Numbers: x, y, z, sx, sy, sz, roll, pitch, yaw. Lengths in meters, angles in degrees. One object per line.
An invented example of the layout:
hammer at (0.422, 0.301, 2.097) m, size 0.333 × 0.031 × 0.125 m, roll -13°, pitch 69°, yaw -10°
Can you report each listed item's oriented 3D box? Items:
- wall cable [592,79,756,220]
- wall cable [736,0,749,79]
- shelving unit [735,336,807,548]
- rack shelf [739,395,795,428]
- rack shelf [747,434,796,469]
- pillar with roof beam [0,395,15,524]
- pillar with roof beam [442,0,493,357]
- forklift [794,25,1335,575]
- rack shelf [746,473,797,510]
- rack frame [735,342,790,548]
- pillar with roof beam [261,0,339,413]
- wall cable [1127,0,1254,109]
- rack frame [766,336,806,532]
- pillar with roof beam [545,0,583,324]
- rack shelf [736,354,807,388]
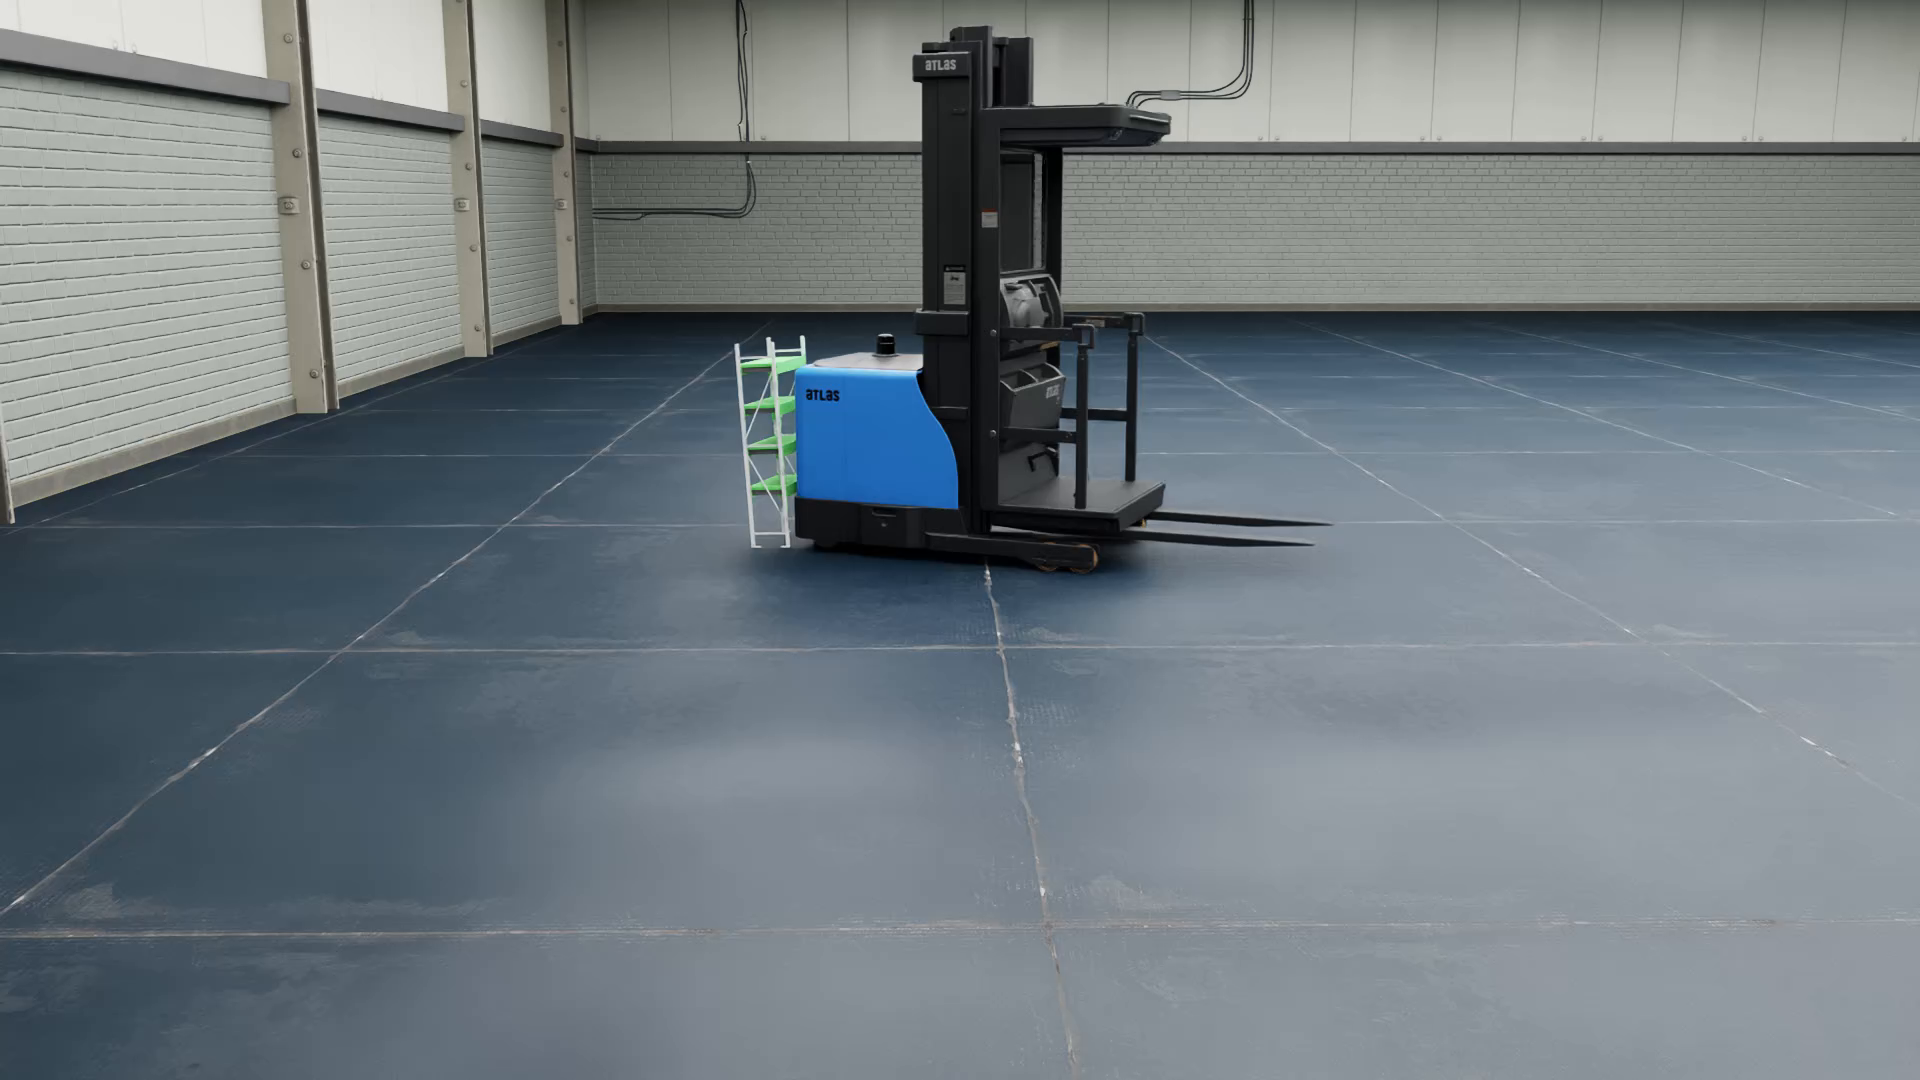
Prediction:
wall cable at (-5.298, -7.133, 30.397) m, size 3.097 × 2.526 × 0.112 m, roll 0°, pitch 11°, yaw -1°
wall cable at (-2.593, -9.620, 29.950) m, size 3.097 × 2.526 × 0.112 m, roll 0°, pitch 11°, yaw -1°
shelving unit at (-1.085, -0.592, 9.922) m, size 0.258 × 1.200 × 0.503 m, roll 0°, pitch 11°, yaw 16°
rack shelf at (-1.095, -0.765, 9.890) m, size 0.258 × 0.148 × 0.480 m, roll 0°, pitch 11°, yaw 16°
rack shelf at (-1.081, -0.530, 9.934) m, size 0.258 × 0.148 × 0.480 m, roll 0°, pitch 11°, yaw 16°
pillar with roof beam at (-1.883, -4.504, 9.626) m, size 9.100 × 9.000 × 0.400 m, roll 0°, pitch 11°, yaw -1°
pillar with roof beam at (-2.131, -6.889, 21.383) m, size 9.100 × 9.000 × 0.400 m, roll 0°, pitch 11°, yaw -1°
forklift at (0.596, -1.366, 9.423) m, size 3.031 × 2.935 × 1.130 m, roll 5°, pitch 12°, yaw 21°
rack shelf at (-1.067, -0.294, 9.977) m, size 0.258 × 0.148 × 0.480 m, roll 0°, pitch 11°, yaw 16°
rack frame at (-1.150, -0.546, 9.692) m, size 0.240 × 1.200 × 0.015 m, roll 0°, pitch 11°, yaw 16°
pillar with roof beam at (-2.007, -5.696, 15.504) m, size 9.100 × 9.000 × 0.400 m, roll 0°, pitch 11°, yaw -1°
wall cable at (4.194, -10.358, 29.927) m, size 2.305 × 6.003 × 0.169 m, roll 0°, pitch 11°, yaw -1°
rack frame at (-1.020, -0.639, 10.153) m, size 0.240 × 1.200 × 0.015 m, roll 0°, pitch 11°, yaw 16°
pillar with roof beam at (-2.255, -8.082, 27.262) m, size 9.100 × 9.000 × 0.400 m, roll 0°, pitch 11°, yaw -1°
rack shelf at (-1.110, -1.001, 9.847) m, size 0.258 × 0.148 × 0.480 m, roll 0°, pitch 11°, yaw 16°
